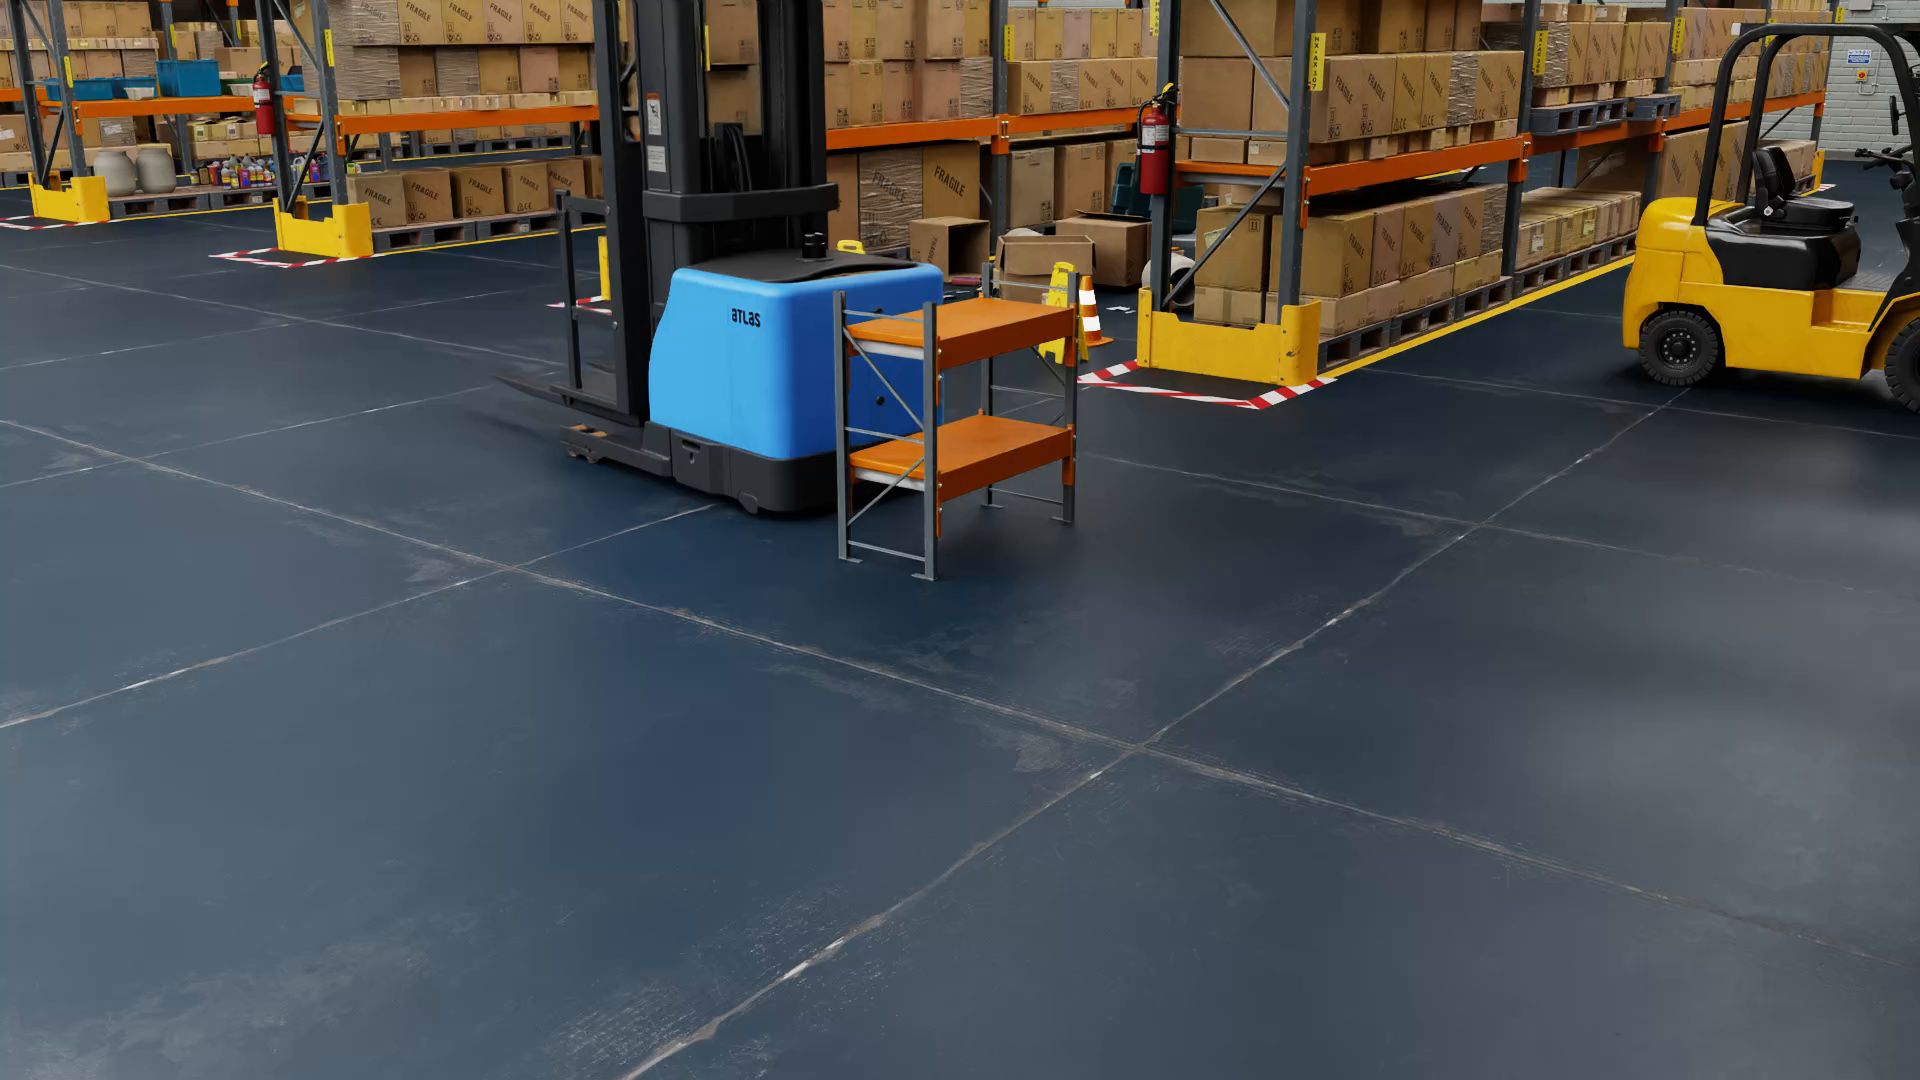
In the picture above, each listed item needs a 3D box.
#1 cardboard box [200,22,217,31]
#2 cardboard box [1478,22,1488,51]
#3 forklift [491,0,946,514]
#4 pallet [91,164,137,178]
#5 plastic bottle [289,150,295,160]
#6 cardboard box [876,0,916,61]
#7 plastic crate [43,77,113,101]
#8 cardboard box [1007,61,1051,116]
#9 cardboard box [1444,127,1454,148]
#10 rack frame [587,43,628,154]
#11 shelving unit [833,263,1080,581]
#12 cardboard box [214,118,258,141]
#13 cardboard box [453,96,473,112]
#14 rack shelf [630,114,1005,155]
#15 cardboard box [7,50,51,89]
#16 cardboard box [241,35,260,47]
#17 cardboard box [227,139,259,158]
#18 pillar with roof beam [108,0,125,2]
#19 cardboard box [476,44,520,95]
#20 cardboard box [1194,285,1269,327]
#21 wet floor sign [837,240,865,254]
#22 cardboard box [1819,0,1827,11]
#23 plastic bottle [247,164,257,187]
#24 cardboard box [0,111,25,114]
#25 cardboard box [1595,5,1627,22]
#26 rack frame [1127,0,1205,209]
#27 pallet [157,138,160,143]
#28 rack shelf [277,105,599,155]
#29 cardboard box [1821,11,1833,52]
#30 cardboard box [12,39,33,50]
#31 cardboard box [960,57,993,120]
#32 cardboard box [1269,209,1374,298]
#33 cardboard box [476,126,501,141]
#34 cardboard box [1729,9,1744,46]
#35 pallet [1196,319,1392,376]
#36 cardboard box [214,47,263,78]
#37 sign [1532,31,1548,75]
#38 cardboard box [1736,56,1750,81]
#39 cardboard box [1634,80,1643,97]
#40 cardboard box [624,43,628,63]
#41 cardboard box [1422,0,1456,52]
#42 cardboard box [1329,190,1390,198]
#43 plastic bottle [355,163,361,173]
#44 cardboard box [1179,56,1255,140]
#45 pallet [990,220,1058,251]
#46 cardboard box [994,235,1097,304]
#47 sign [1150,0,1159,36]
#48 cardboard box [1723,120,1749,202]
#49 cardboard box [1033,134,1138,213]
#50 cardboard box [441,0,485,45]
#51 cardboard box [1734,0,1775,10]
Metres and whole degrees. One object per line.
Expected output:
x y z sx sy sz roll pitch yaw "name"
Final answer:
-13.643 -9.265 30.015 0.380 0.149 0.250 9 20 28 "cardboard box"
4.139 -3.996 13.674 0.500 0.500 0.500 12 21 34 "cardboard box"
-1.429 -1.879 8.351 1.130 2.935 3.031 -15 23 -40 "forklift"
-12.372 -5.444 24.417 1.003 0.211 1.213 12 21 35 "pallet"
-8.703 -4.907 21.712 0.144 0.351 0.185 13 22 36 "plastic bottle"
-0.902 -4.555 14.780 0.875 0.550 0.550 12 21 35 "cardboard box"
-10.214 -5.229 19.276 0.499 0.251 0.616 12 21 35 "plastic crate"
0.542 -4.431 16.285 0.500 0.500 0.500 13 21 35 "cardboard box"
3.322 -2.906 11.967 0.380 0.149 0.250 12 21 34 "cardboard box"
-3.911 -5.206 18.949 1.000 3.000 0.127 12 21 35 "rack frame"
0.004 -0.539 7.082 0.538 1.125 1.048 12 21 35 "shelving unit"
-11.116 -6.285 25.408 0.500 0.311 0.500 12 21 34 "cardboard box"
-5.194 -4.458 16.964 0.380 0.149 0.250 12 21 35 "cardboard box"
-1.180 -3.485 14.622 1.077 0.370 4.000 12 21 35 "rack shelf"
-13.039 -6.530 23.046 0.700 0.500 0.500 13 22 36 "cardboard box"
-12.967 -9.054 30.638 0.500 0.500 0.500 13 22 36 "cardboard box"
-11.120 -6.018 25.494 0.500 0.250 0.500 13 22 36 "cardboard box"
-11.474 -10.732 26.629 9.100 9.000 0.400 12 21 35 "pillar with roof beam"
-5.103 -4.938 17.416 0.875 0.500 0.500 12 21 35 "cardboard box"
1.944 -1.635 11.379 0.500 0.250 0.500 12 21 34 "cardboard box"
-0.798 -1.871 12.182 0.267 0.644 0.232 8 19 25 "wet floor sign"
10.927 -6.886 21.411 0.380 0.149 0.250 12 21 34 "cardboard box"
-8.737 -4.494 20.515 0.097 0.271 0.097 0 17 0 "plastic bottle"
-13.284 -5.790 23.494 0.500 0.500 0.500 12 21 35 "cardboard box"
5.683 -4.668 14.746 0.380 0.149 0.250 11 20 32 "cardboard box"
2.395 -5.258 19.117 1.000 3.000 0.127 12 21 35 "rack frame"
-14.656 -6.977 29.356 1.003 0.211 1.213 12 21 35 "pallet"
-5.103 -4.386 17.522 1.077 0.370 4.000 12 21 35 "rack shelf"
11.102 -6.681 21.846 0.500 0.500 0.500 13 22 36 "cardboard box"
-12.925 -6.783 22.767 0.380 0.149 0.250 13 21 35 "cardboard box"
-0.198 -4.287 15.738 0.875 0.550 0.550 12 21 35 "cardboard box"
2.381 -1.896 10.957 0.500 0.500 0.500 12 21 33 "cardboard box"
-8.370 -7.228 28.936 0.500 0.500 0.500 12 21 34 "cardboard box"
8.130 -5.493 18.019 0.500 0.500 0.500 13 22 36 "cardboard box"
2.222 -1.376 11.317 1.003 0.211 1.213 12 21 35 "pallet"
-11.080 -7.310 25.558 0.500 0.500 0.500 14 22 39 "cardboard box"
4.488 -3.774 12.879 0.100 0.325 0.005 12 21 35 "sign"
8.455 -5.259 18.530 0.500 0.250 0.500 13 22 36 "cardboard box"
6.053 -4.165 15.314 0.380 0.149 0.250 11 20 32 "cardboard box"
-3.325 -5.857 19.328 1.000 1.000 1.000 13 21 35 "cardboard box"
3.289 -3.938 12.510 0.700 0.500 0.500 13 21 35 "cardboard box"
2.859 -2.355 12.432 0.500 0.500 0.500 14 22 37 "cardboard box"
-7.855 -4.813 21.662 0.097 0.201 0.097 0 17 0 "plastic bottle"
1.766 -2.870 10.757 0.500 0.500 0.500 12 21 34 "cardboard box"
0.411 -3.171 17.098 1.003 0.211 1.213 12 21 35 "pallet"
0.678 -2.175 13.401 0.797 0.503 0.637 -1 17 -3 "cardboard box"
1.231 -3.309 10.355 0.100 0.325 0.005 12 21 35 "sign"
8.509 -4.384 19.178 0.875 0.875 0.875 13 22 36 "cardboard box"
1.442 -4.046 18.301 1.050 0.750 0.750 13 21 36 "cardboard box"
-5.148 -5.240 16.705 0.500 0.500 0.500 12 21 35 "cardboard box"
9.211 -6.224 19.281 0.380 0.149 0.250 12 21 34 "cardboard box"
